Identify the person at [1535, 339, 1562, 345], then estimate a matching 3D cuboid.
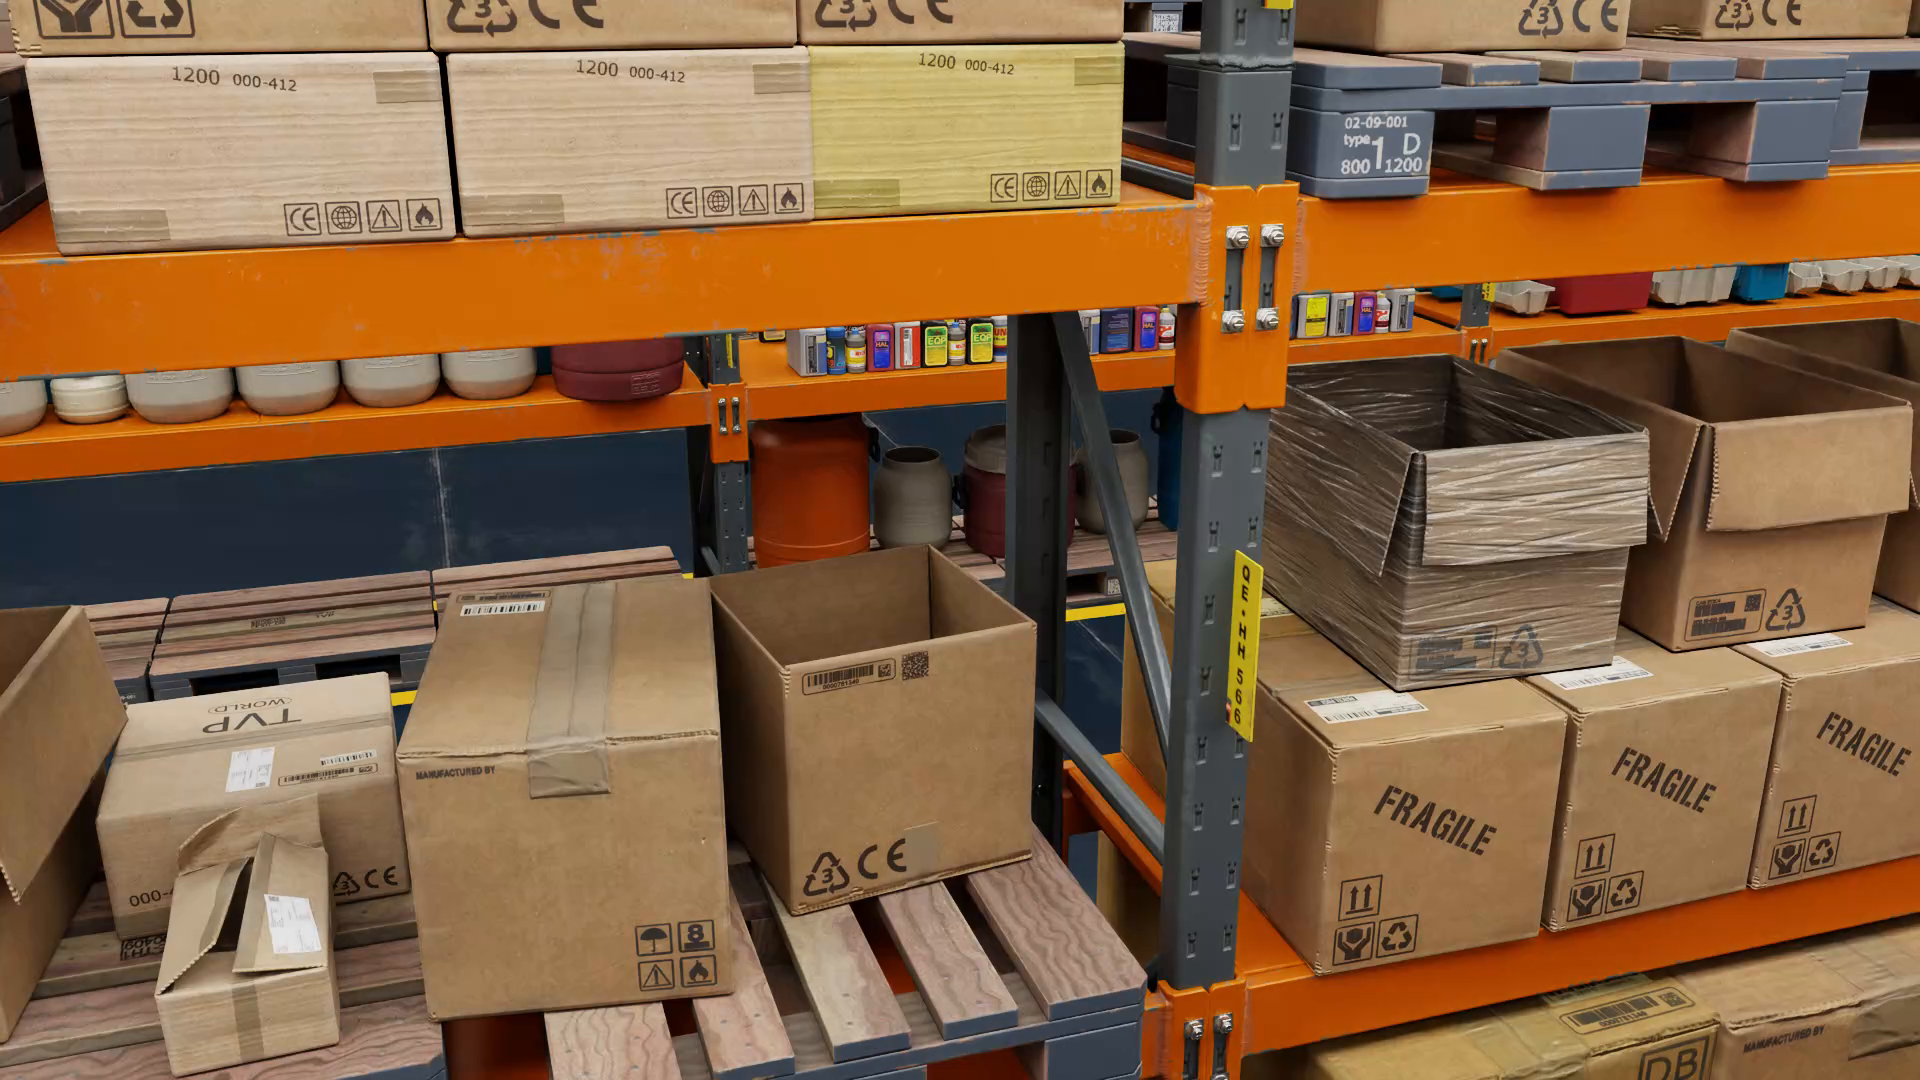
[{"bbox_3d":[2.360,-0.038,7.085,0.746,1.656,0.497,-1,19,-4],"label":"person"}]
